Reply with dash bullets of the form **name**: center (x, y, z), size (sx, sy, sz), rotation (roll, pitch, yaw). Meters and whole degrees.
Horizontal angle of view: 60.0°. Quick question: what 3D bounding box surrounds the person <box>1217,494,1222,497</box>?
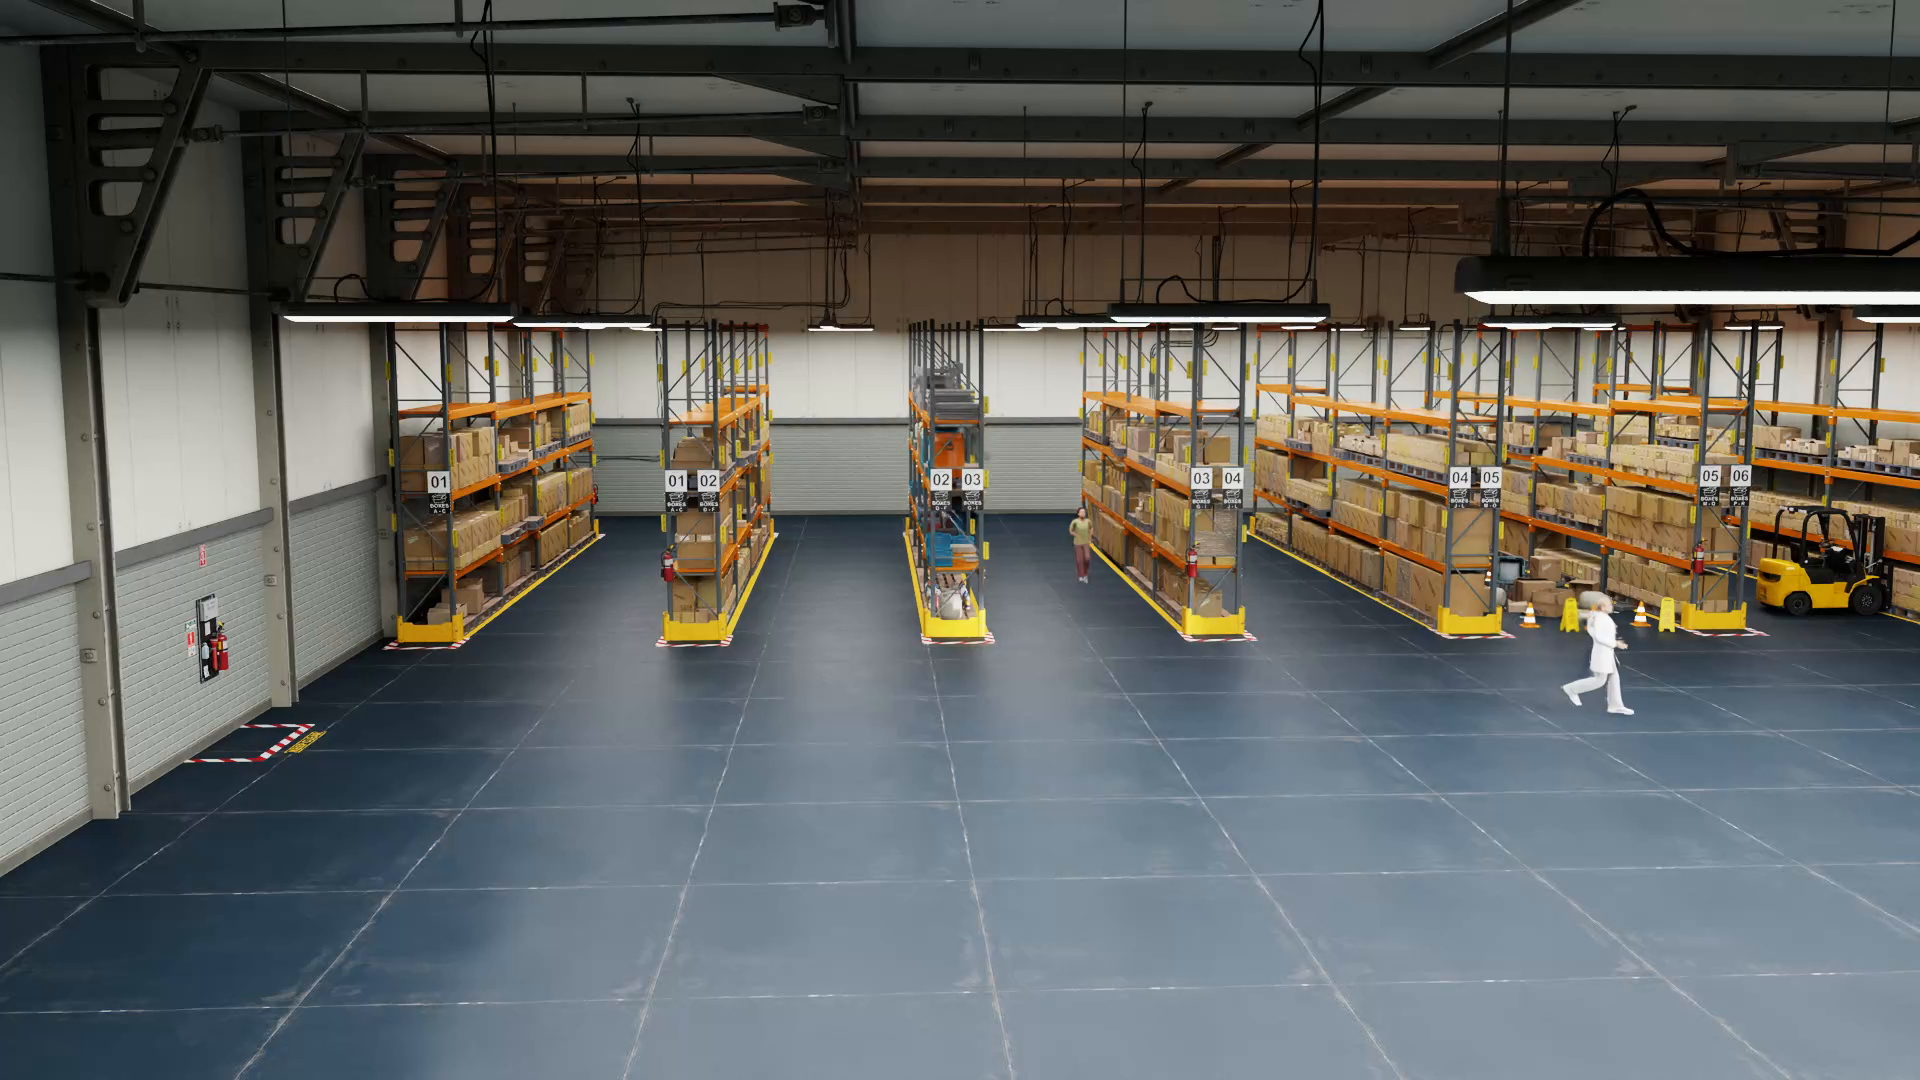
- **person**: center (7.288, -0.763, 45.787), size (0.624, 1.708, 0.918), rotation (0, 7, 1)

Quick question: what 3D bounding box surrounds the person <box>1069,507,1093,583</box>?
- **person**: center (2.674, 0.116, 36.525), size (0.576, 1.687, 0.583), rotation (-1, 7, -6)

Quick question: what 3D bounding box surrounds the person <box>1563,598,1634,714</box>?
- **person**: center (9.691, 1.746, 25.160), size (1.018, 1.767, 0.709), rotation (3, 8, 25)
